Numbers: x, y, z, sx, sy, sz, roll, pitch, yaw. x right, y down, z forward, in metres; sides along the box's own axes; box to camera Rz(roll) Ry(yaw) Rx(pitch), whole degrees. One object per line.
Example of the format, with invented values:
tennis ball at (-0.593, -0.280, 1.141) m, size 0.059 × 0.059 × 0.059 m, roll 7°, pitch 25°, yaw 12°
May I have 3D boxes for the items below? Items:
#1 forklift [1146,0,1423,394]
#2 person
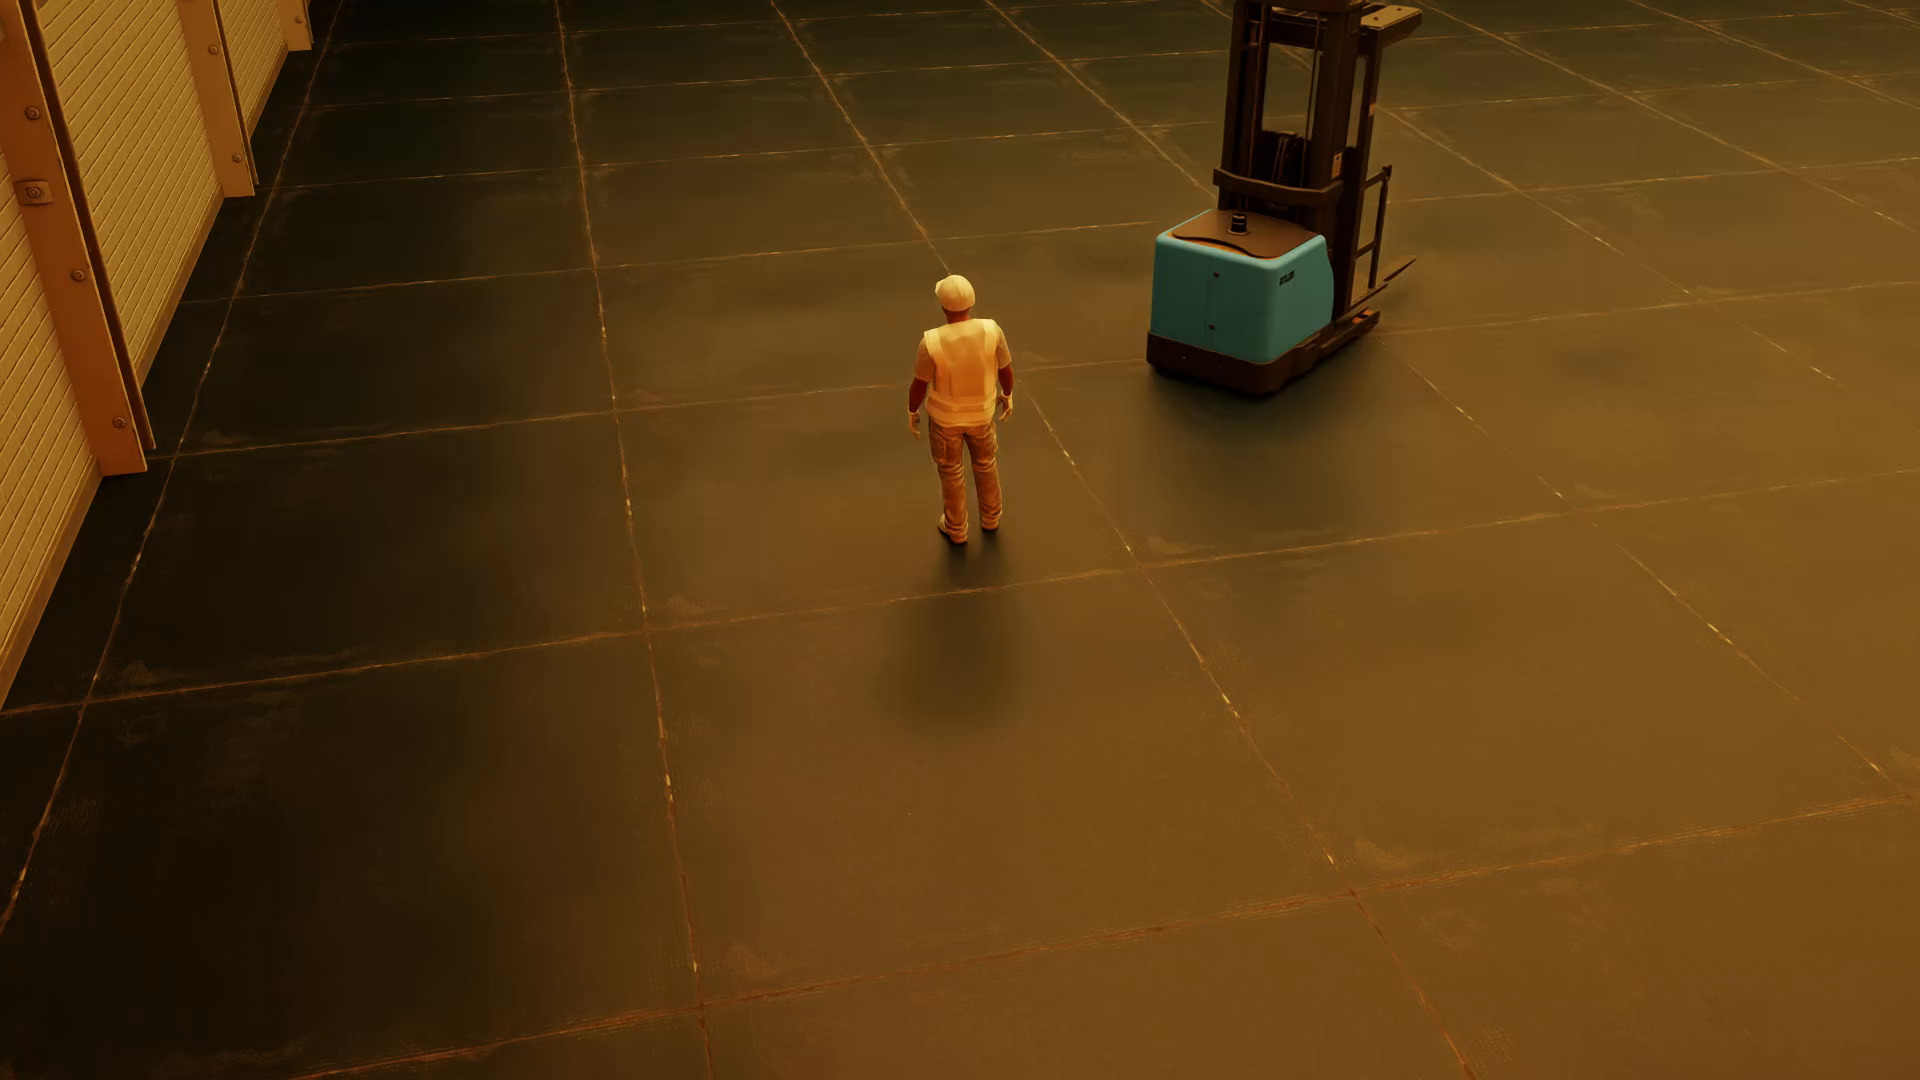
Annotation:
forklift at (2.727, -3.015, 12.783) m, size 1.130 × 2.935 × 3.031 m, roll 21°, pitch 36°, yaw 32°
person at (-0.008, -0.814, 10.112) m, size 0.656 × 1.782 × 0.577 m, roll -7°, pitch 31°, yaw -12°
